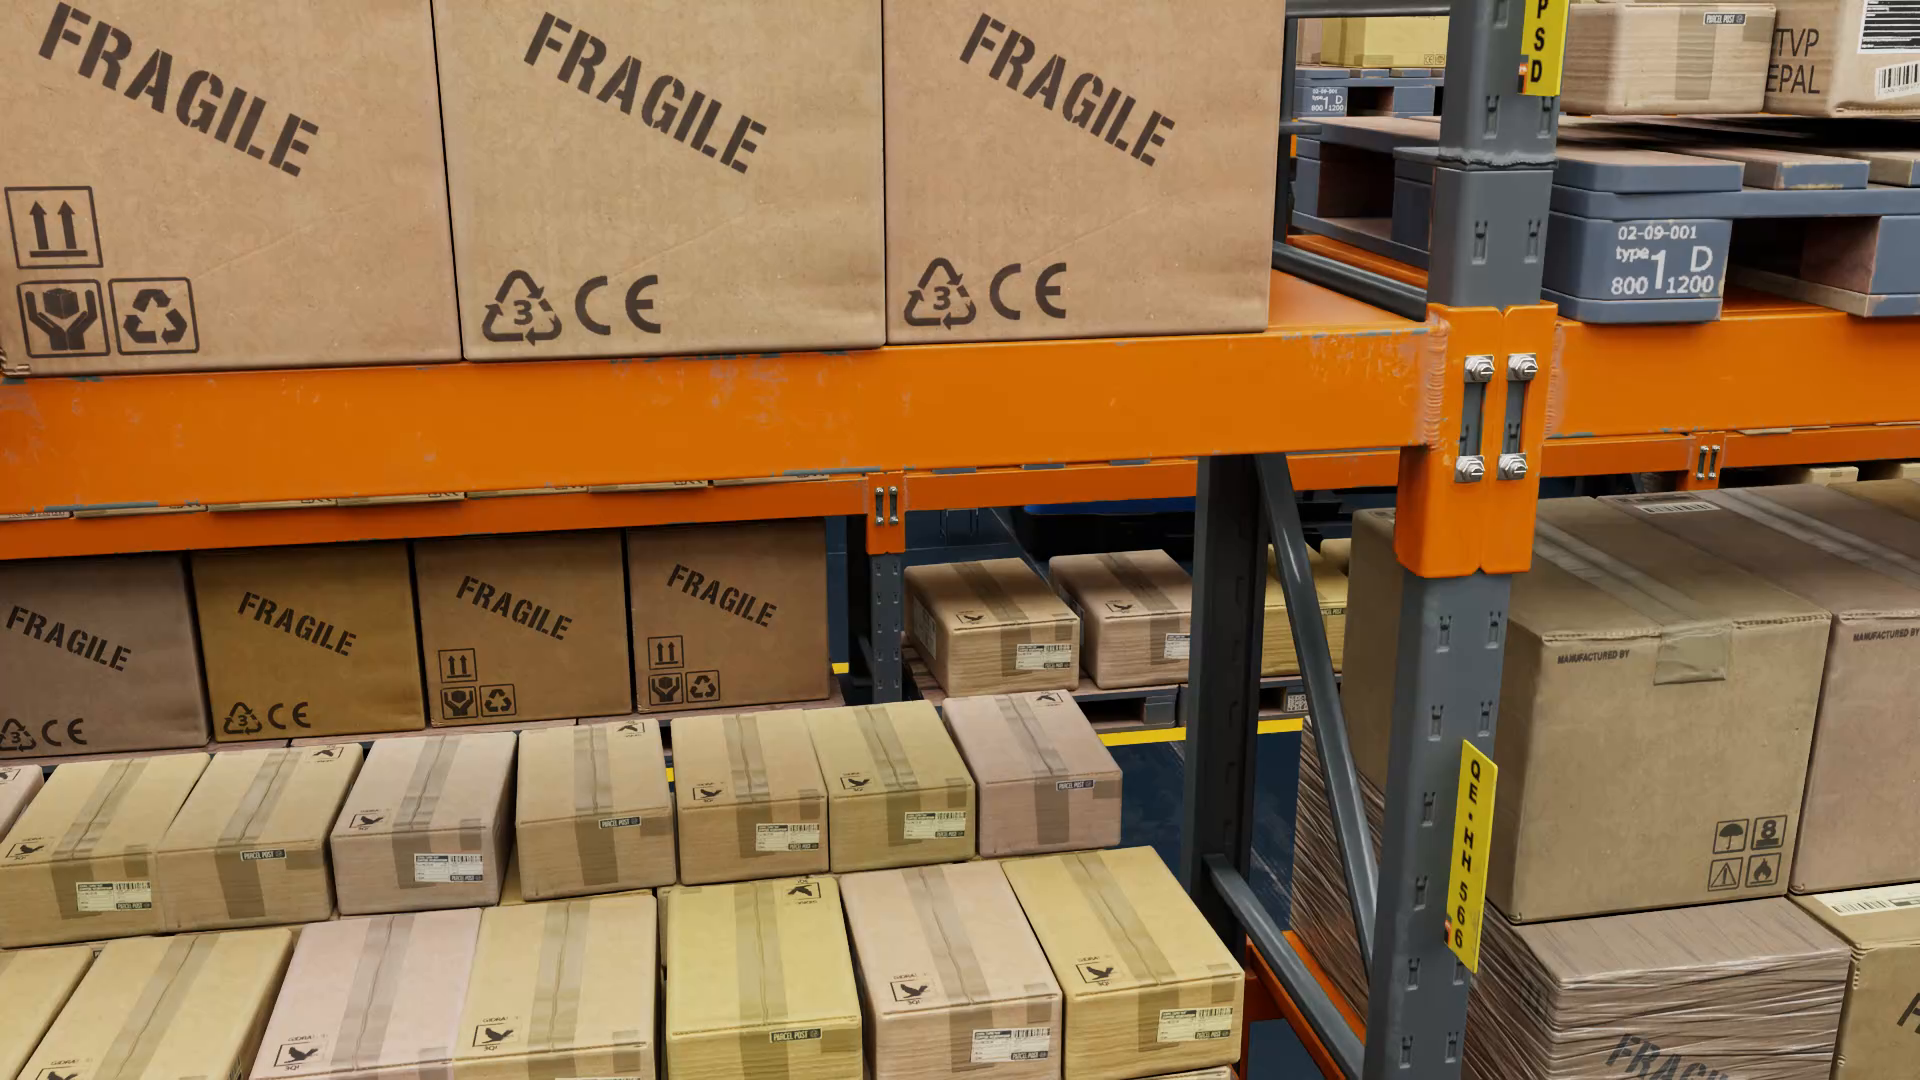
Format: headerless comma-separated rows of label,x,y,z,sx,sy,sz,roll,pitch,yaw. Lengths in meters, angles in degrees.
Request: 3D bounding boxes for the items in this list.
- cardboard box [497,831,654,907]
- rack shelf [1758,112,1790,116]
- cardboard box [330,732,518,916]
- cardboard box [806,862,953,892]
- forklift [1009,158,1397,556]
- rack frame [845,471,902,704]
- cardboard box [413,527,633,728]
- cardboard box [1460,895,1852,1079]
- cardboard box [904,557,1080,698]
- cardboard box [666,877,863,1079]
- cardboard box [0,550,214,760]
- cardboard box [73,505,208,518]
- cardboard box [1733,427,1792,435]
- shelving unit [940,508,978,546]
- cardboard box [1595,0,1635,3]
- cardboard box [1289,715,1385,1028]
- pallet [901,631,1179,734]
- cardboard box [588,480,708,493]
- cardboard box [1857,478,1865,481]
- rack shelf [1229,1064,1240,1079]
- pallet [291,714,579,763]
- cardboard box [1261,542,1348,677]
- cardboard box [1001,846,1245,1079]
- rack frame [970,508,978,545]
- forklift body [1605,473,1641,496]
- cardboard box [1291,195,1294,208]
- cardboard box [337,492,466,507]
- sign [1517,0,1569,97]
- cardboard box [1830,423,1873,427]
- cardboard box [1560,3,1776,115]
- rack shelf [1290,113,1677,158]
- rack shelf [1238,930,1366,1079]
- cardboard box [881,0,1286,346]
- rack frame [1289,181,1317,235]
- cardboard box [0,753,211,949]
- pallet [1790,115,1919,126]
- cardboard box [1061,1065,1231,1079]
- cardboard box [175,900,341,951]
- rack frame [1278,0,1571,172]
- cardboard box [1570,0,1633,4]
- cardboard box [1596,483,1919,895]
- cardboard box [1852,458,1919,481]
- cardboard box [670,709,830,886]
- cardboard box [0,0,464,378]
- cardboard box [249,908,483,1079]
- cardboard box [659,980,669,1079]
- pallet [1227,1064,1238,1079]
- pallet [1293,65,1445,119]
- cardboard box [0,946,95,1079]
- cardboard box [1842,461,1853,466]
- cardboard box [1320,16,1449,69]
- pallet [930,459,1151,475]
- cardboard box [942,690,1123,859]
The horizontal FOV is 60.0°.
cardboard box,-0.670,0.606,2.937,0.250,0.149,0.380,-3,17,-10
rack shelf,5.471,-2.032,8.434,4.000,0.370,1.077,-3,17,-10
cardboard box,-0.903,0.477,2.849,0.250,0.149,0.380,-2,17,-8
cardboard box,-0.161,0.576,3.035,0.250,0.149,0.380,-2,17,-8
forklift,1.872,-1.445,10.523,3.031,2.935,1.130,-1,17,-4
rack frame,-0.420,-0.608,7.681,0.127,3.000,1.000,-3,17,-10
cardboard box,-1.991,0.270,7.726,0.875,0.875,0.875,-3,17,-10
cardboard box,1.110,0.819,2.867,0.500,0.500,0.500,-3,17,-10
cardboard box,0.136,0.419,8.098,0.625,0.372,0.950,-4,18,-14
cardboard box,-0.280,0.636,2.331,0.250,0.149,0.380,-3,17,-9
cardboard box,-3.754,0.373,7.393,0.875,0.875,0.875,-3,17,-9
cardboard box,-3.358,-0.291,6.905,0.500,0.250,0.500,-4,17,-12
cardboard box,3.877,-0.635,8.199,0.250,0.149,0.380,-3,17,-11
shelving unit,-0.008,-0.430,10.678,0.210,0.900,0.258,-3,17,-10
cardboard box,1.164,-0.854,2.886,0.250,0.166,0.380,-3,17,-10
cardboard box,1.009,0.664,3.372,0.500,0.500,0.500,-3,17,-10
pallet,0.347,0.682,8.231,1.213,0.211,1.003,-3,17,-10
cardboard box,-1.366,-0.400,7.260,0.500,0.250,0.500,-3,17,-9
cardboard box,4.661,-0.063,8.600,0.500,0.500,0.500,-3,17,-8
rack shelf,-1.346,1.269,2.796,4.000,0.370,1.077,-3,17,-10
pallet,-2.404,0.815,7.800,1.213,0.211,1.003,-3,17,-10
cardboard box,1.605,0.335,8.372,0.625,0.372,0.950,-3,17,-9
cardboard box,0.224,0.608,2.422,0.250,0.149,0.380,-4,18,-13
rack frame,0.092,-0.435,10.697,0.006,0.900,0.240,-3,17,-10
forklift body,4.974,-1.447,11.858,1.214,2.155,2.313,-3,17,-10
cardboard box,2.829,-2.711,13.254,0.250,0.149,0.380,-3,17,-11
cardboard box,-2.359,-0.340,7.065,0.500,0.250,0.500,-4,17,-11
sign,0.719,-0.711,2.027,0.005,0.325,0.100,-3,17,-10
cardboard box,4.371,-0.688,8.371,0.250,0.149,0.380,-3,17,-11
cardboard box,0.976,-0.721,2.484,0.250,0.149,0.380,-4,18,-13
rack shelf,1.544,-1.809,7.709,4.000,0.370,1.077,-3,17,-10
rack shelf,2.582,1.046,3.522,4.000,0.370,1.077,-3,17,-10
cardboard box,0.106,-0.563,2.256,0.500,0.500,0.500,-3,17,-10
rack frame,2.562,-2.261,13.064,0.127,3.000,1.000,-3,17,-10
cardboard box,-1.408,0.505,2.758,0.250,0.149,0.380,-3,17,-11
pallet,2.338,-0.644,3.013,1.213,0.211,1.003,-2,17,-8
cardboard box,0.219,0.750,2.468,0.250,0.149,0.380,-3,17,-9
cardboard box,-1.159,0.632,2.851,0.250,0.149,0.380,-3,17,-11
rack frame,0.618,-2.054,2.172,0.127,3.000,1.000,-3,17,-10
cardboard box,2.962,-2.563,7.628,0.500,0.250,0.500,-3,17,-9
cardboard box,1.557,0.237,3.057,0.500,0.500,0.700,-3,17,-11
cardboard box,4.776,-0.359,8.458,0.250,0.149,0.380,-3,17,-8
cardboard box,-0.377,0.447,2.948,0.250,0.149,0.380,-3,17,-11
cardboard box,-0.875,-0.505,2.066,0.500,0.500,0.500,-3,17,-10
cardboard box,-0.780,0.664,2.241,0.250,0.149,0.380,-3,17,-10
cardboard box,-0.300,0.781,2.368,0.250,0.149,0.380,-3,17,-9
pallet,-0.061,0.976,2.852,1.003,0.211,1.213,-3,17,-10
pallet,1.863,-2.112,7.791,1.003,0.211,1.213,-3,17,-10
cardboard box,-1.302,0.694,2.143,0.250,0.149,0.380,-3,17,-9
cardboard box,4.536,-0.214,9.091,0.500,0.500,0.500,-3,17,-9
cardboard box,1.963,-2.264,7.506,0.500,0.250,0.500,-3,17,-10
pallet,0.259,-0.586,7.938,1.003,0.211,1.213,-3,17,-10
cardboard box,0.123,0.419,3.038,0.250,0.149,0.380,-3,17,-10
